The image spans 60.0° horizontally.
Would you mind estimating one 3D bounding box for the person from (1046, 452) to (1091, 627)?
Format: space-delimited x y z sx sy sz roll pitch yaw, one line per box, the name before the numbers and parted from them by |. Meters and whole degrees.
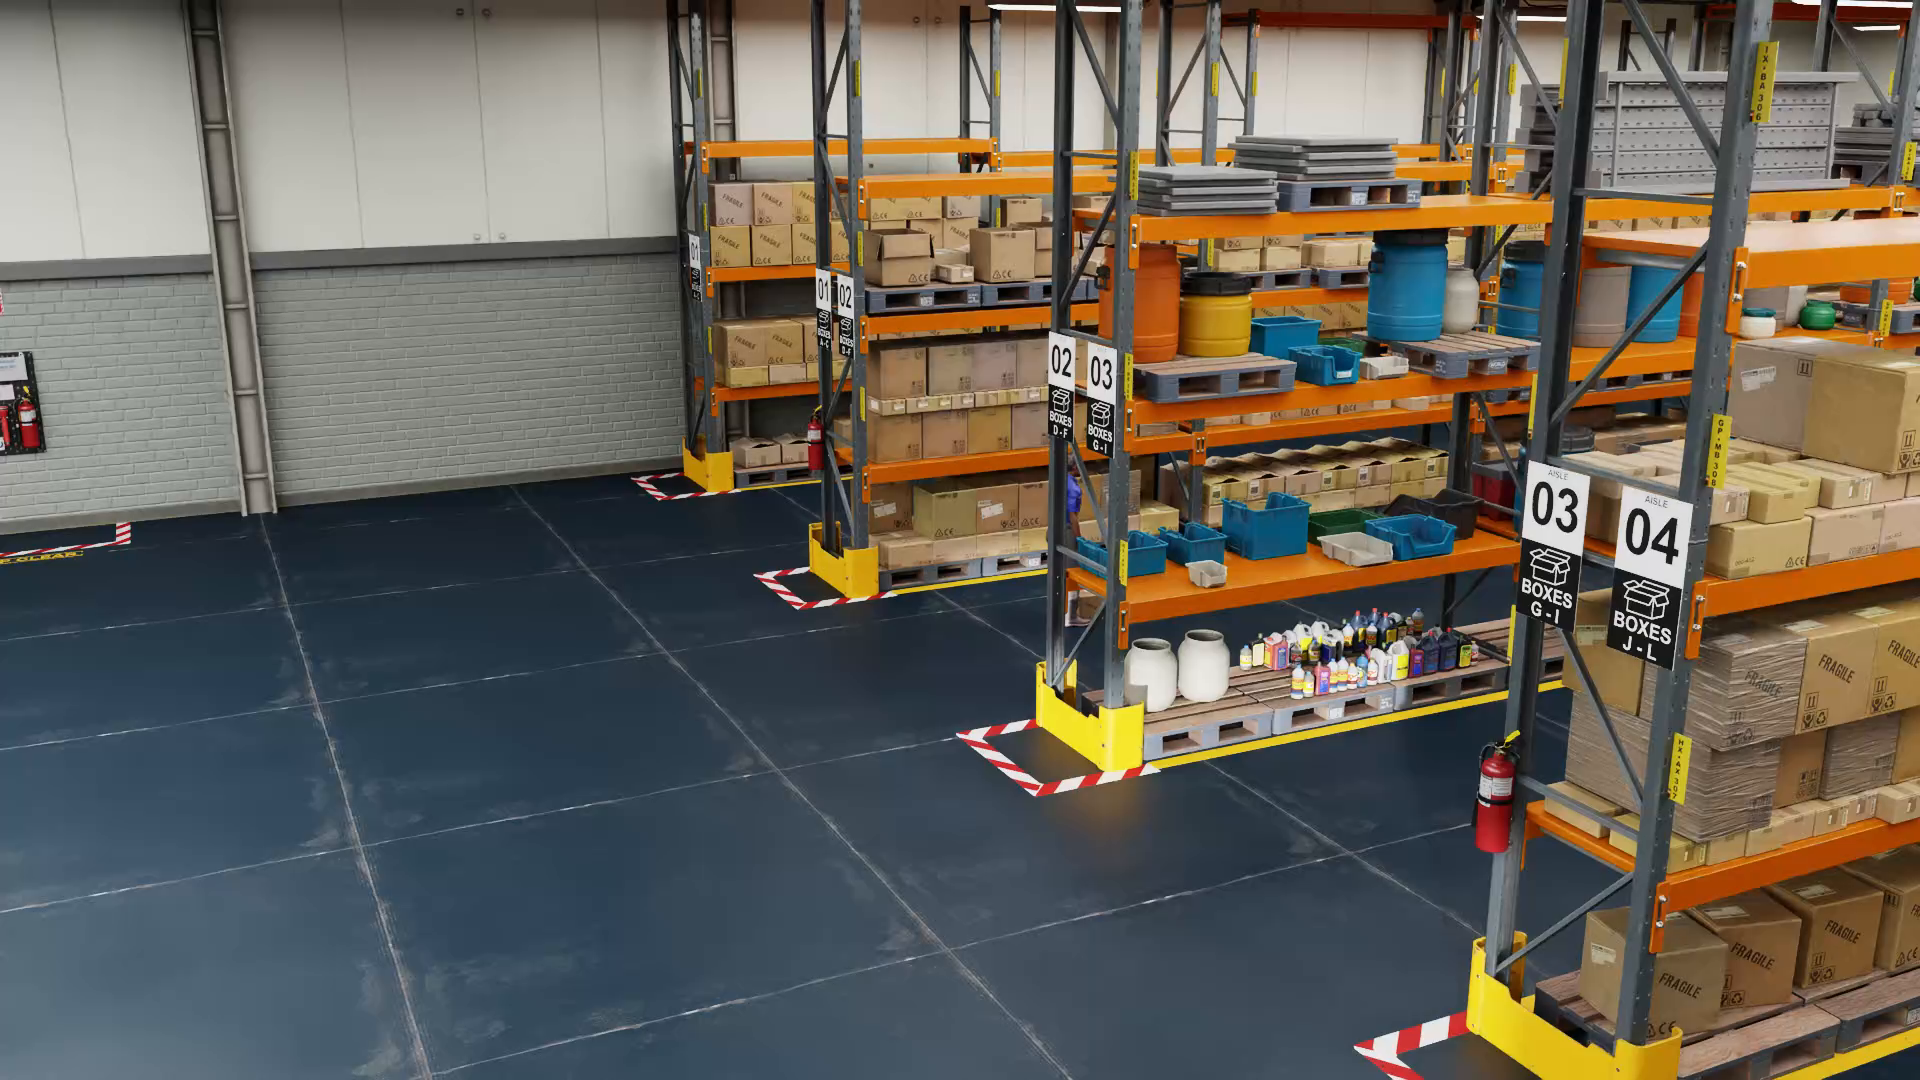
person | 1.019 -0.019 15.841 0.346 1.655 0.506 -7 17 -25
